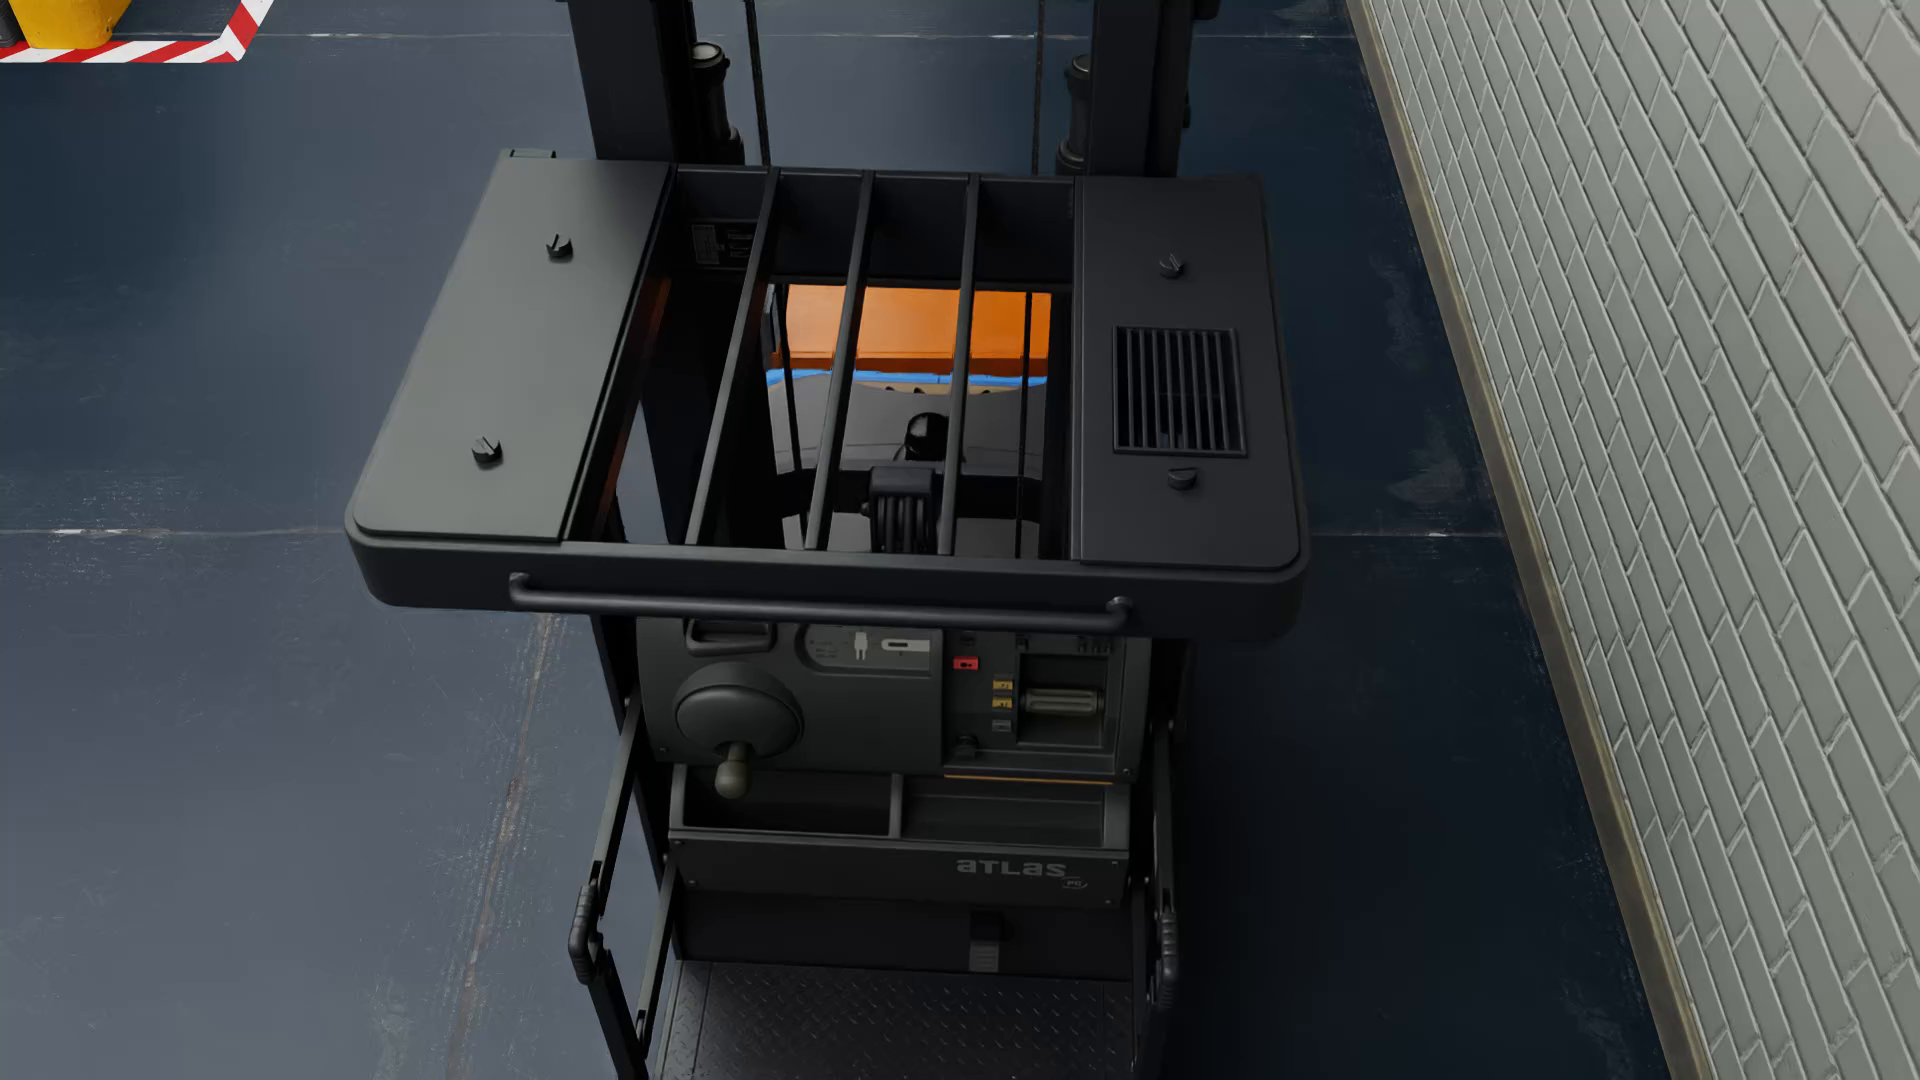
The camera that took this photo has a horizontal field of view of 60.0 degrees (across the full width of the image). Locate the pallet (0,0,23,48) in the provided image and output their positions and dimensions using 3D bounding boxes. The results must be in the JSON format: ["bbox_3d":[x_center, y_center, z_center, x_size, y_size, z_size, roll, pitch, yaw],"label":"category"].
[{"bbox_3d":[-4.726,-2.581,7.508,1.213,0.211,1.003,0,47,0],"label":"pallet"}]

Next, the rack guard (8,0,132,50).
[{"bbox_3d":[-3.902,-2.735,7.454,0.348,0.500,1.175,0,47,0],"label":"rack guard"}]

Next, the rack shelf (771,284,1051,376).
[{"bbox_3d":[0.007,-0.583,4.624,1.000,0.278,0.538,0,47,0],"label":"rack shelf"}]

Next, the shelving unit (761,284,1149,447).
[{"bbox_3d":[0.007,-0.383,4.838,1.048,1.125,0.538,0,47,0],"label":"shelving unit"}]

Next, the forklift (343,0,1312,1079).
[{"bbox_3d":[-0.131,0.387,2.888,1.130,2.935,3.031,2,47,2],"label":"forklift"}]

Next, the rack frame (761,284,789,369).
[{"bbox_3d":[-0.502,-0.385,4.840,0.032,1.125,0.500,0,47,0],"label":"rack frame"}]
